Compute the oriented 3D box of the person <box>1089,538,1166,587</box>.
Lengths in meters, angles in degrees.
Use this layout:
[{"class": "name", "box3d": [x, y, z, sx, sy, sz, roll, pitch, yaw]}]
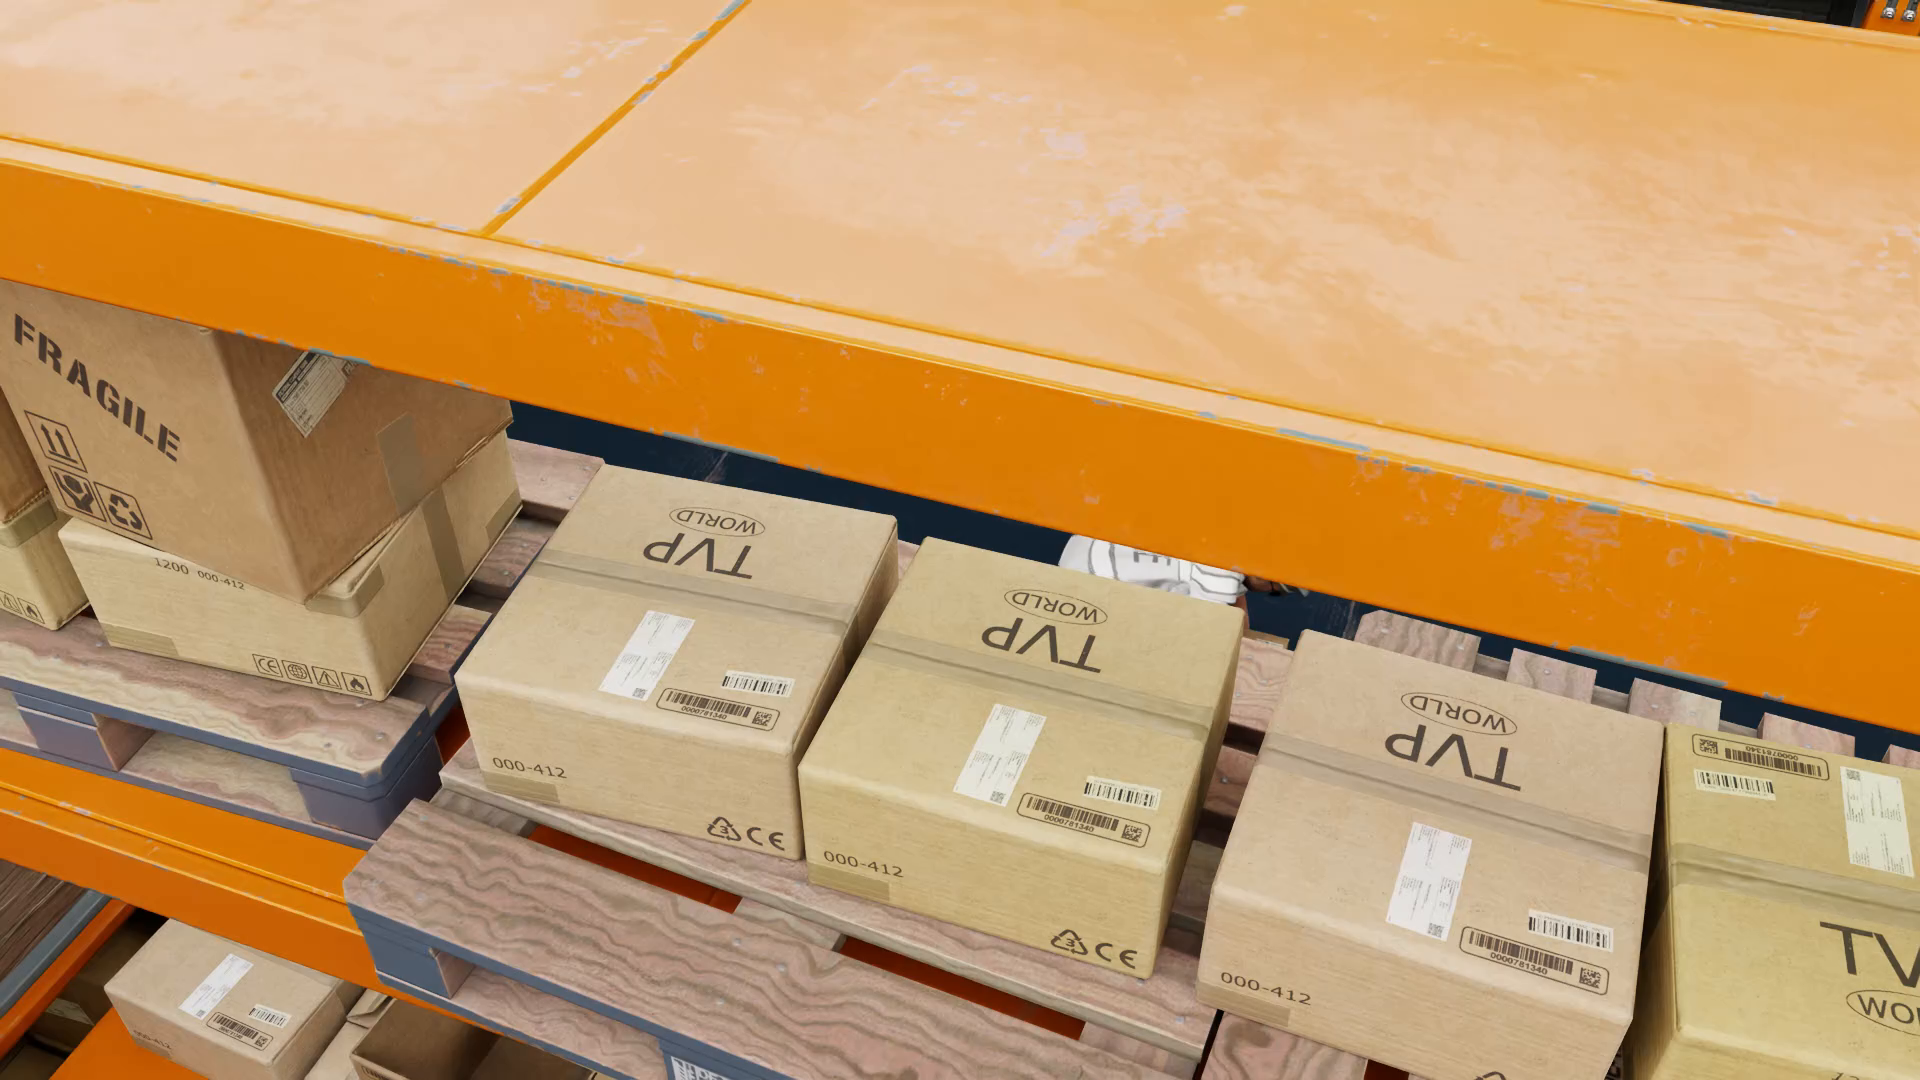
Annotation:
[{"class": "person", "box3d": [0.736, -0.157, 6.314, 0.562, 1.772, 0.504, 13, 43, 15]}]
